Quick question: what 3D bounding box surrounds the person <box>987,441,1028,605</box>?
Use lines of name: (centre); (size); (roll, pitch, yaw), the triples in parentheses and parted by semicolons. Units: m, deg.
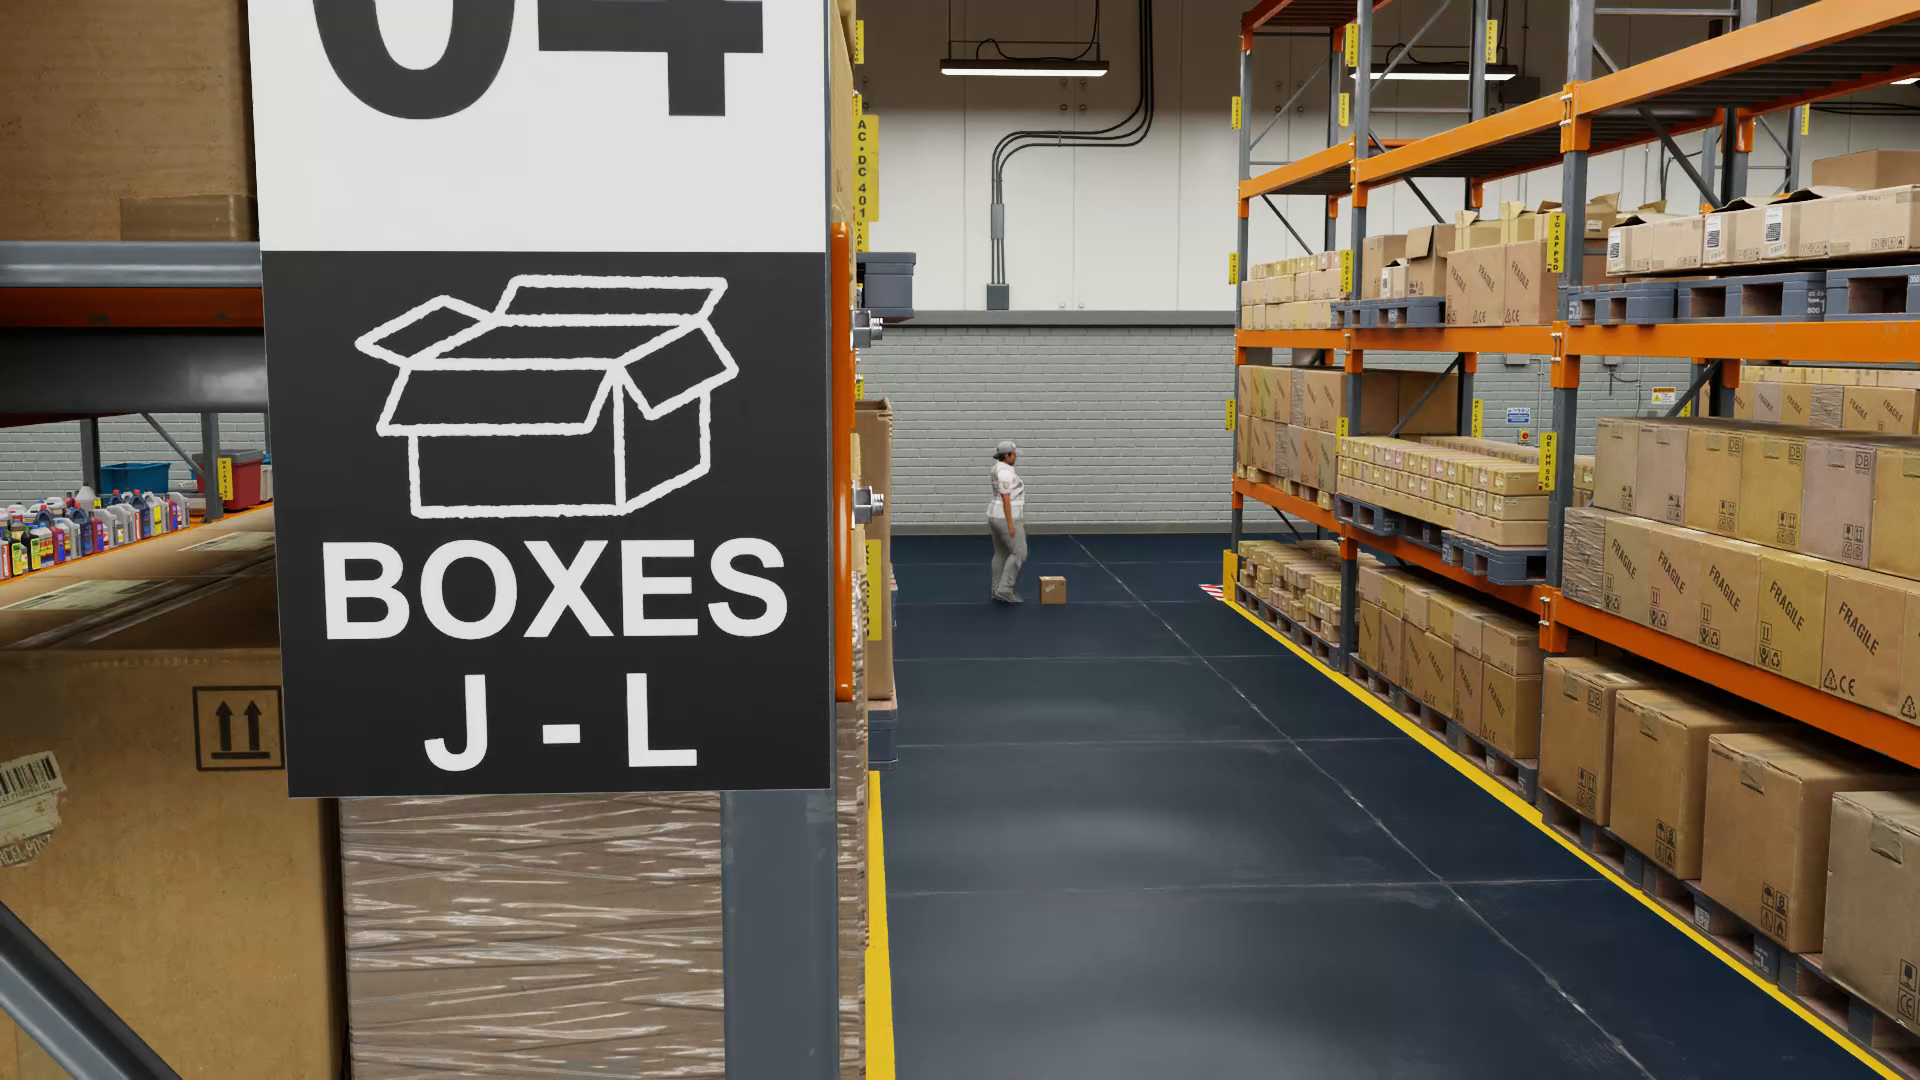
person: (0.482, -0.175, 17.168); (0.386, 1.704, 0.513); (-1, 7, -10)
